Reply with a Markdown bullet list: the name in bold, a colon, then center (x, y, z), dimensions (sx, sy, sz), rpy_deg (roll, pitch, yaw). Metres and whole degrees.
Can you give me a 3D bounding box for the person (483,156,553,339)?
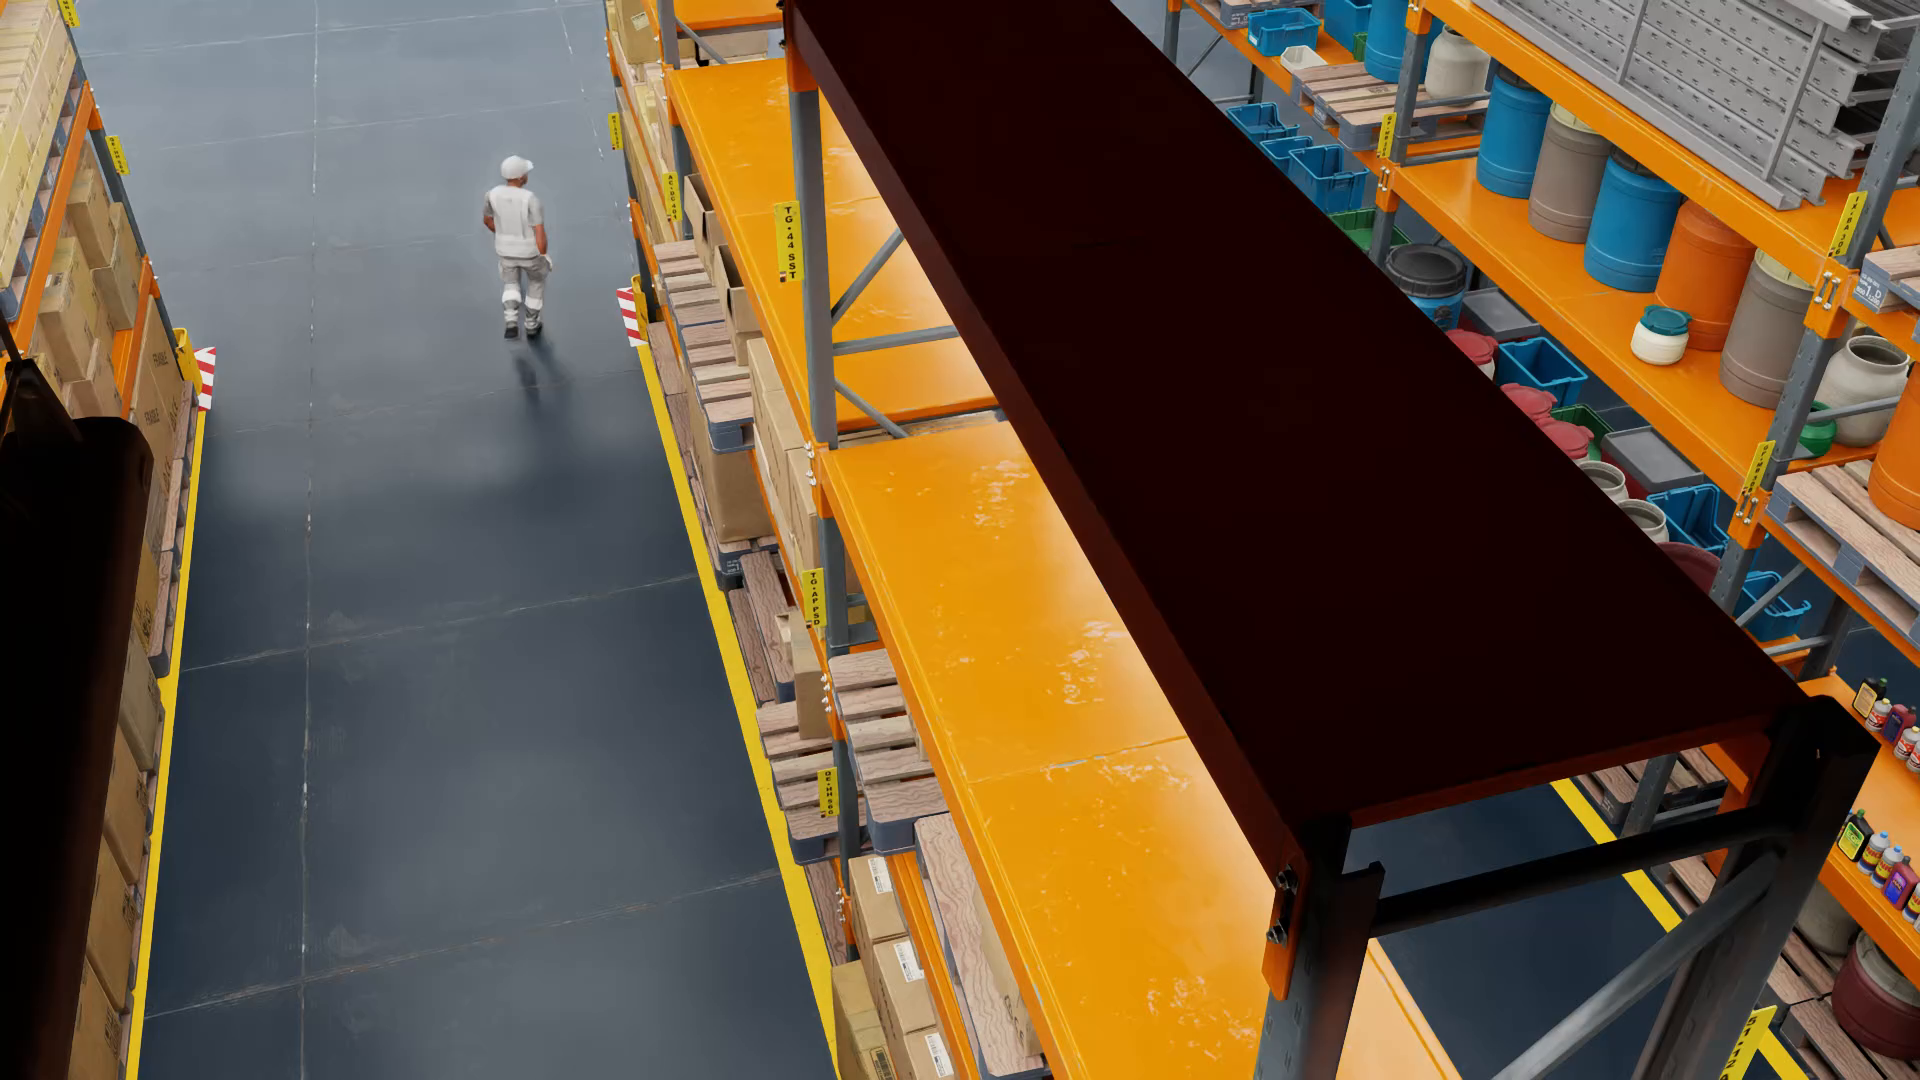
- **person**: center (-3.861, -2.516, 14.598), dimensions (0.586, 1.745, 0.691), rpy_deg (2, 38, 3)
